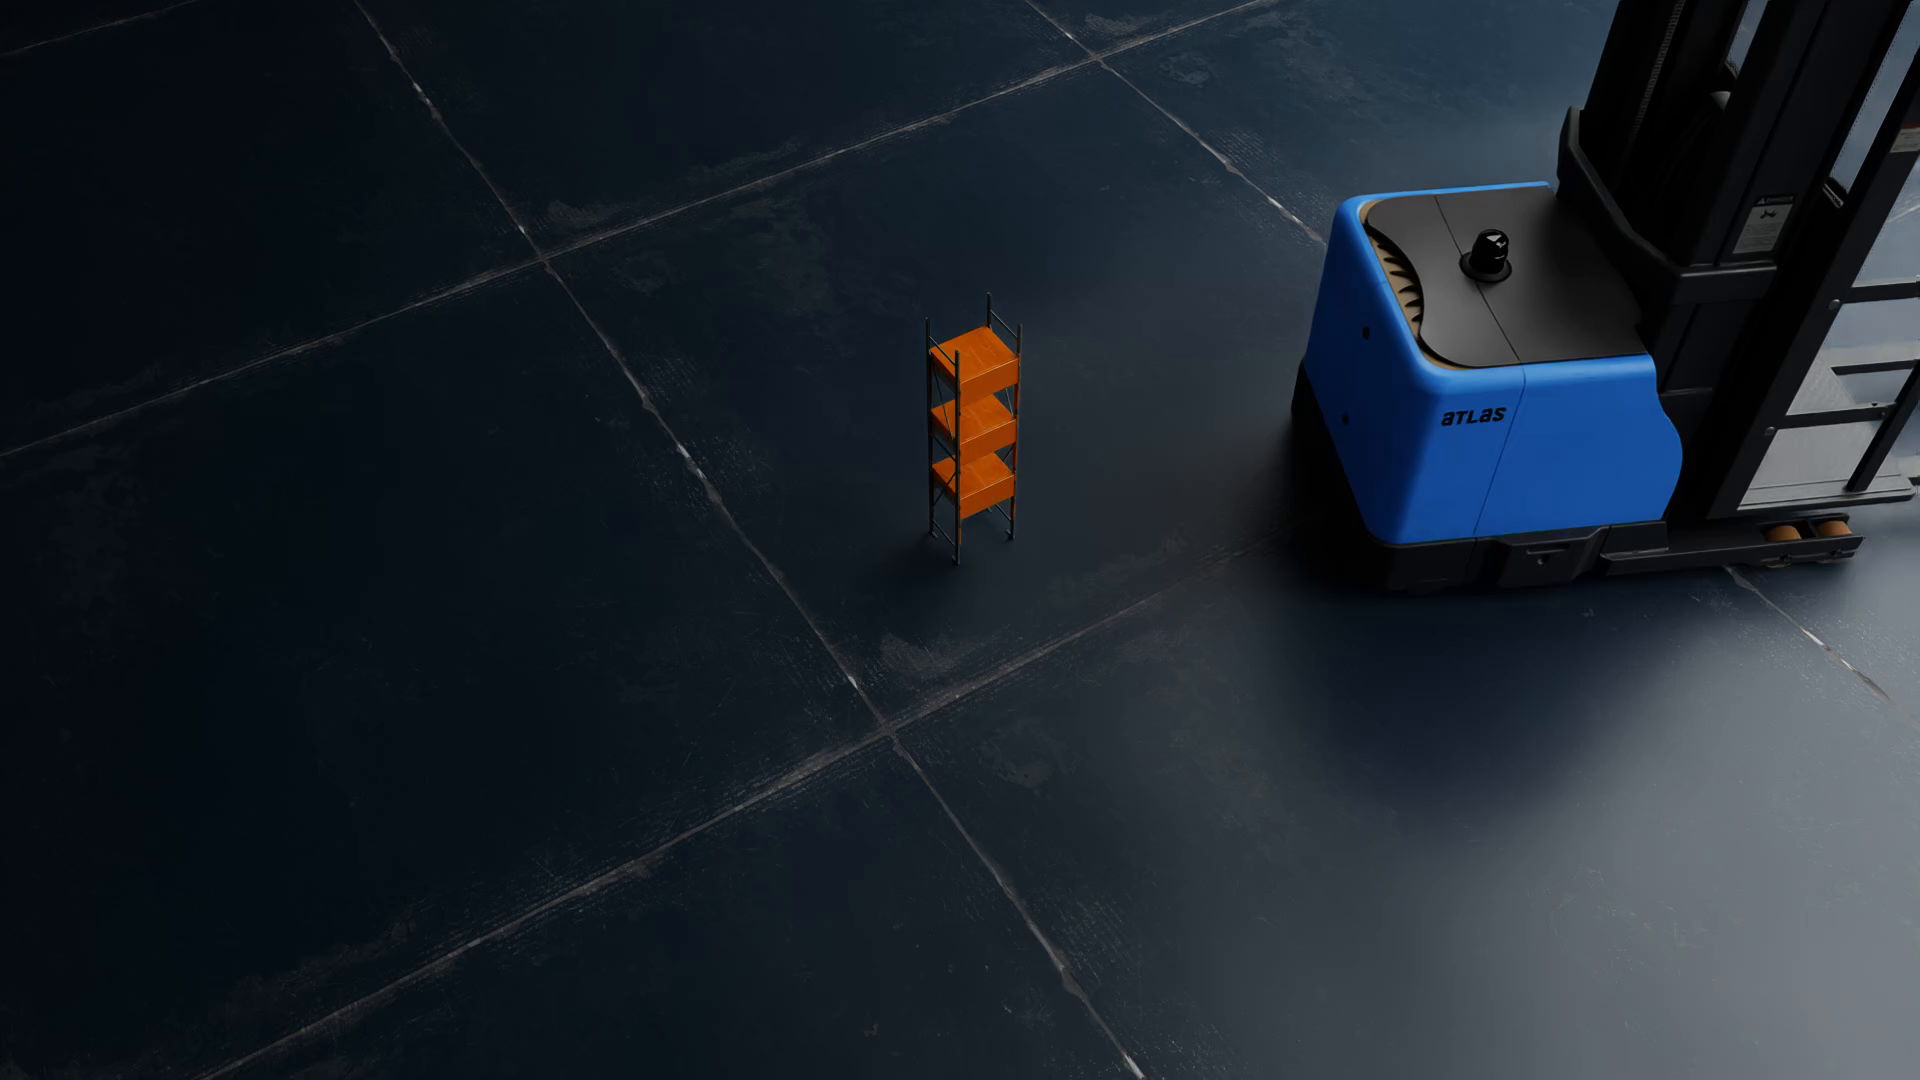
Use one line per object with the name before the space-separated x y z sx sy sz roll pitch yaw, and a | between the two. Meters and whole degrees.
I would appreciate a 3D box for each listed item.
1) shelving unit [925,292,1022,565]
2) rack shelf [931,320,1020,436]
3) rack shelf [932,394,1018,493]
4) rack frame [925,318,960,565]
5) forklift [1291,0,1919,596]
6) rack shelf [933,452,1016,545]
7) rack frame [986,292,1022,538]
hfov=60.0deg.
shelving unit | 0.045 -0.370 5.877 0.252 1.050 0.215 -25 53 -21
rack shelf | 0.045 -0.552 5.673 0.240 0.259 0.215 -25 53 -21
rack shelf | 0.045 -0.363 5.885 0.240 0.259 0.215 -25 53 -21
rack frame | -0.058 -0.322 5.834 0.008 1.050 0.200 -25 53 -21
forklift | 2.872 -1.260 5.410 3.031 2.935 1.130 -5 49 -5
rack shelf | 0.045 -0.179 6.092 0.240 0.259 0.215 -25 53 -21
rack frame | 0.148 -0.419 5.920 0.008 1.050 0.200 -25 53 -21
